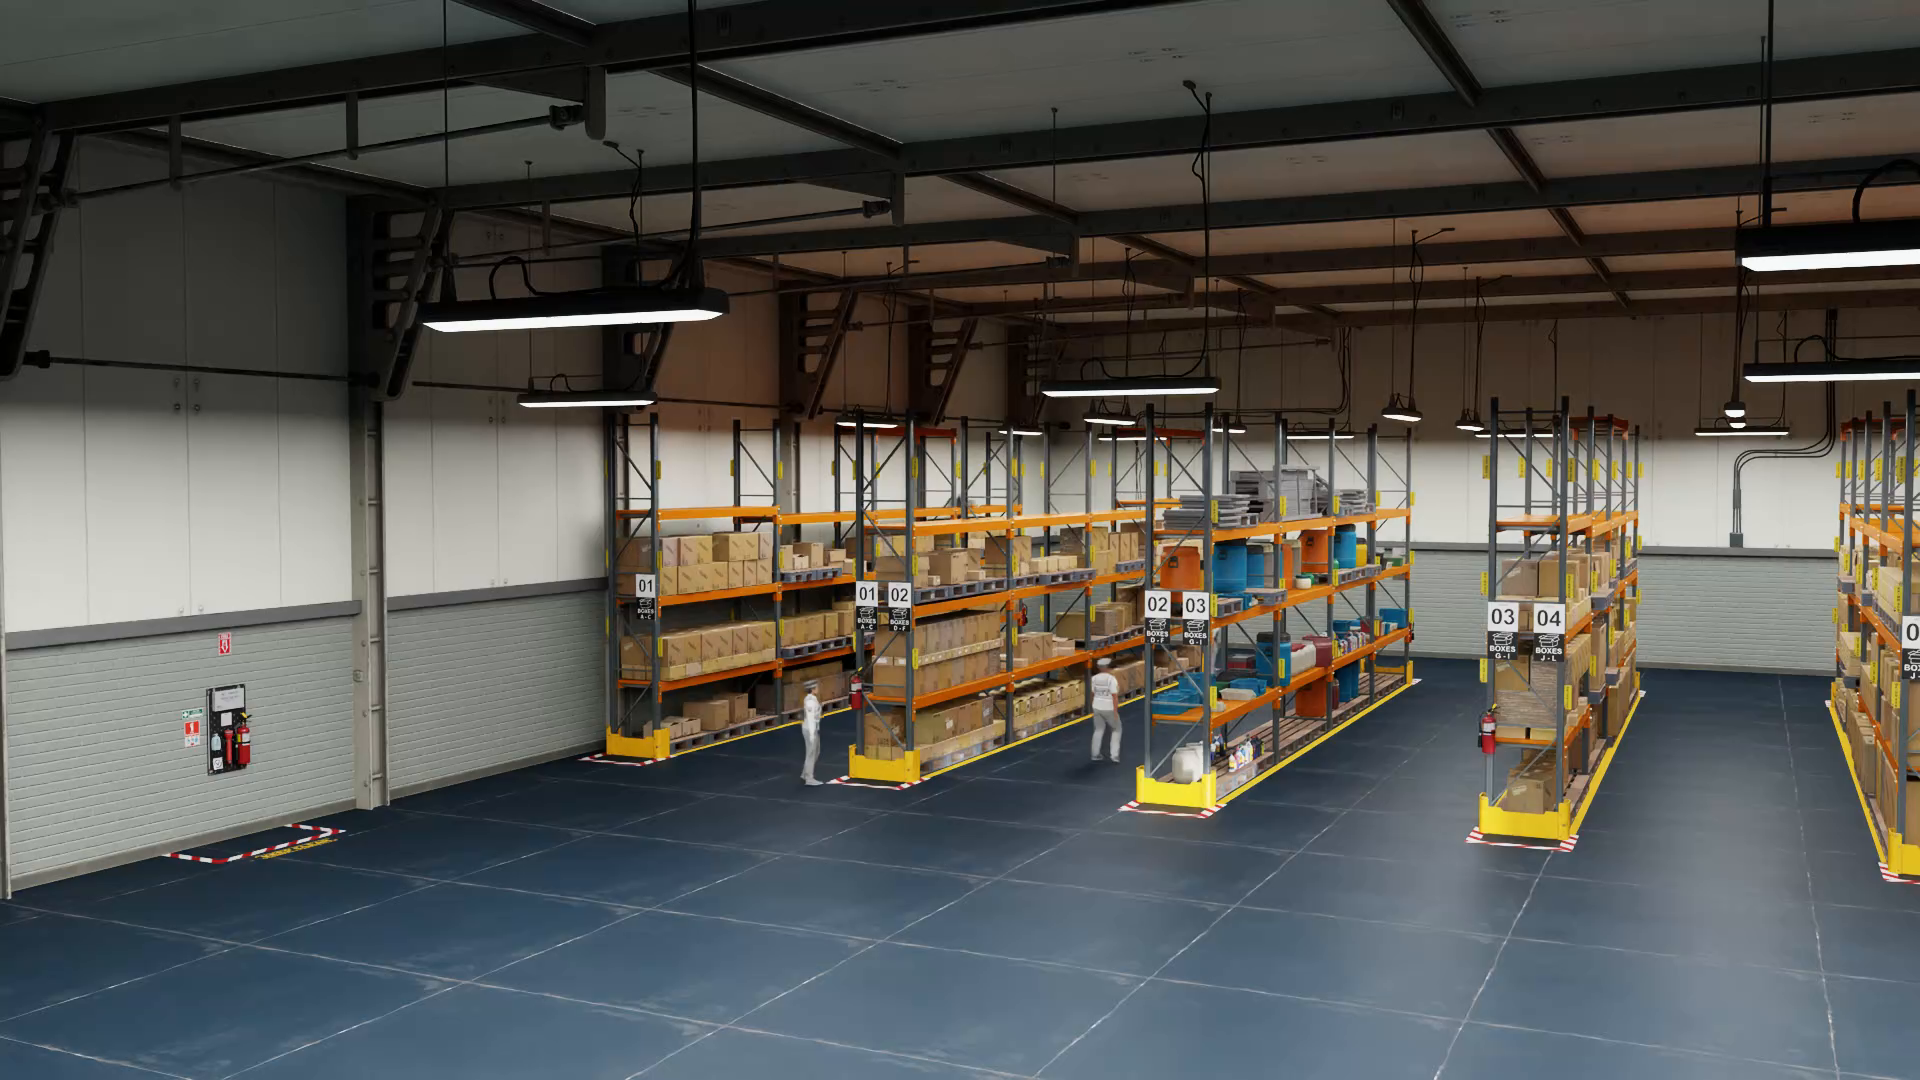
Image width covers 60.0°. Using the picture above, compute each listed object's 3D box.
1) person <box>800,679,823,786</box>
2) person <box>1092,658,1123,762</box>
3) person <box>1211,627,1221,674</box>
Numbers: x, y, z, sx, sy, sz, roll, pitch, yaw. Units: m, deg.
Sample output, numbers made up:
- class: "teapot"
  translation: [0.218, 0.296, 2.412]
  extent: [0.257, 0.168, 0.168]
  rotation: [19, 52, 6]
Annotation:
- class: "person"
  translation: [-2.361, 3.061, 26.461]
  extent: [0.354, 1.705, 0.567]
  rotation: [0, 2, -8]
- class: "person"
  translation: [2.530, 2.951, 28.531]
  extent: [0.553, 1.859, 0.583]
  rotation: [-2, 3, -37]
- class: "person"
  translation: [5.754, 2.569, 38.345]
  extent: [0.541, 1.669, 0.474]
  rotation: [-1, 2, -15]
